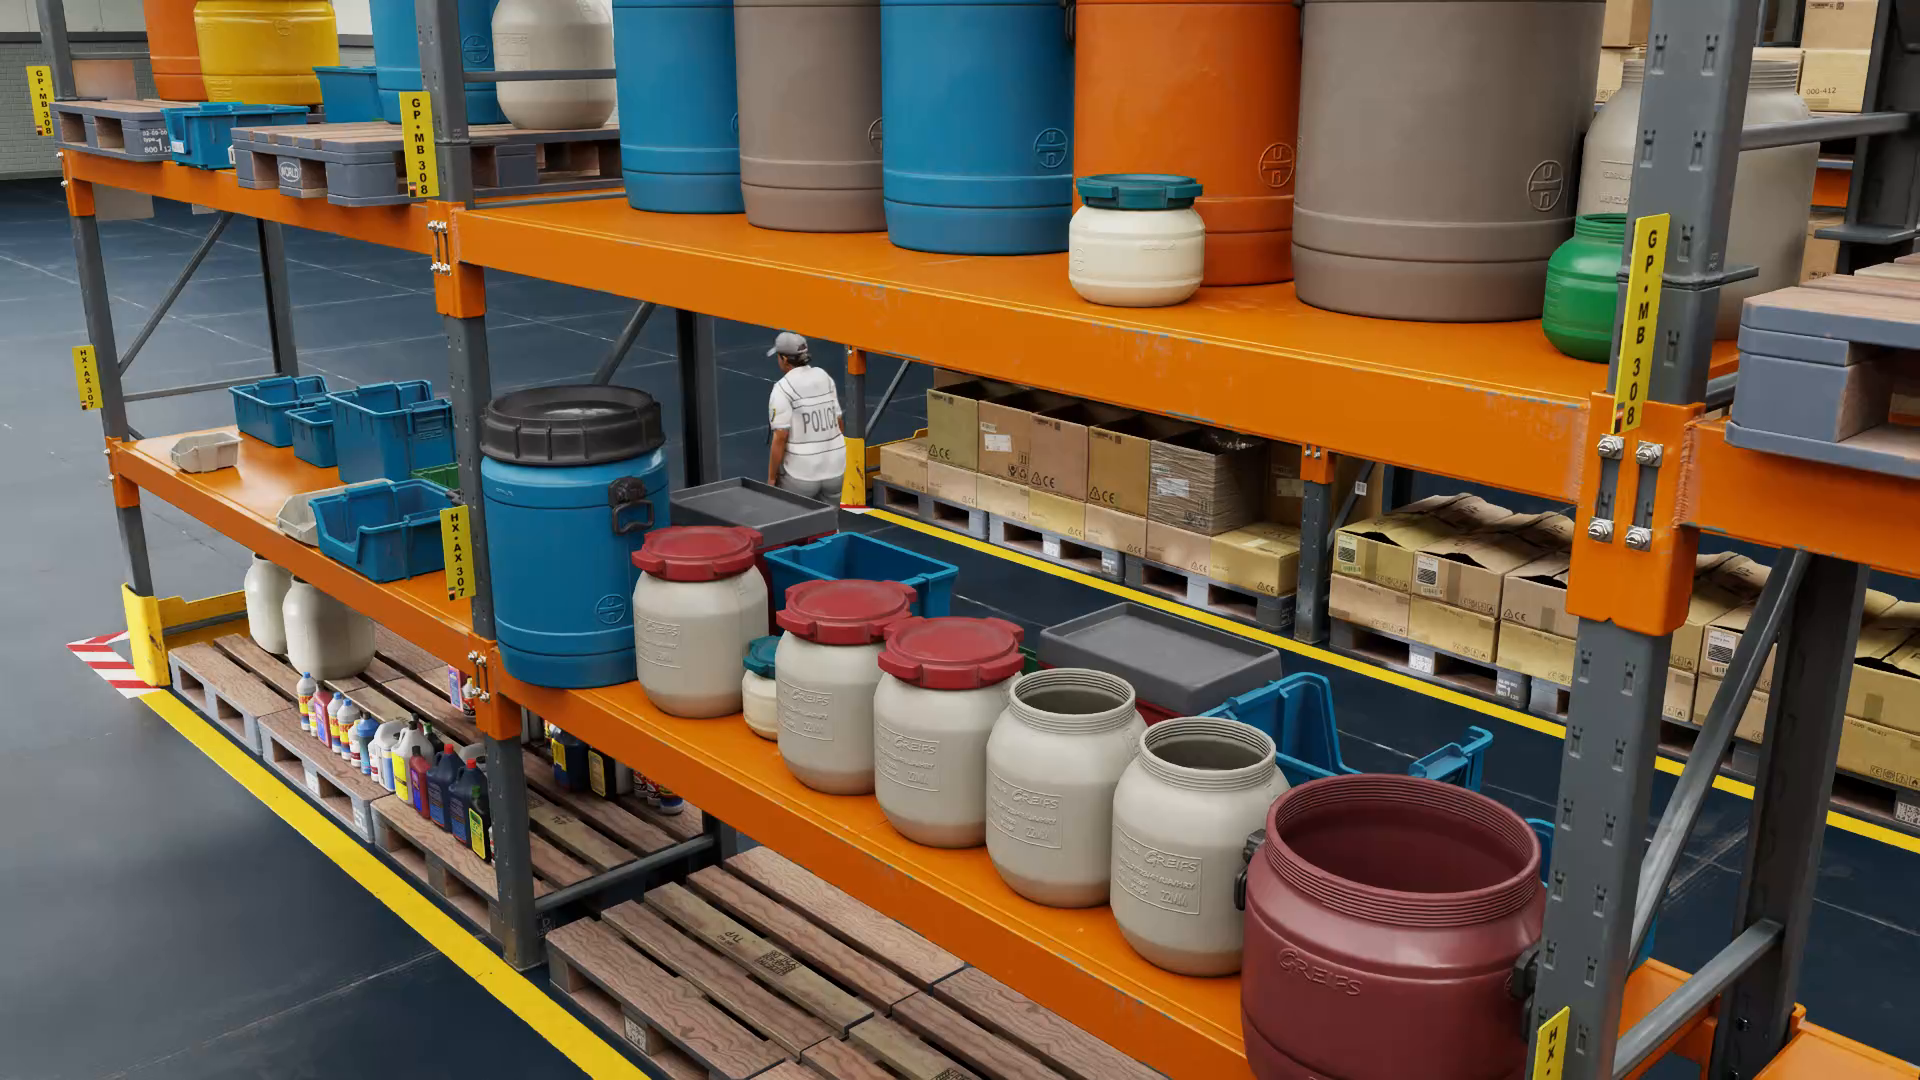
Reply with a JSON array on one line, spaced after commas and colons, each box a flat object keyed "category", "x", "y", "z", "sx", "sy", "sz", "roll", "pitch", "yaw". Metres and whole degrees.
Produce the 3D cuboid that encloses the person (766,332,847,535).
[{"category": "person", "x": -0.915, "y": -0.405, "z": 9.825, "sx": 0.541, "sy": 1.666, "sz": 0.468, "roll": -16, "pitch": 24, "yaw": -42}]
